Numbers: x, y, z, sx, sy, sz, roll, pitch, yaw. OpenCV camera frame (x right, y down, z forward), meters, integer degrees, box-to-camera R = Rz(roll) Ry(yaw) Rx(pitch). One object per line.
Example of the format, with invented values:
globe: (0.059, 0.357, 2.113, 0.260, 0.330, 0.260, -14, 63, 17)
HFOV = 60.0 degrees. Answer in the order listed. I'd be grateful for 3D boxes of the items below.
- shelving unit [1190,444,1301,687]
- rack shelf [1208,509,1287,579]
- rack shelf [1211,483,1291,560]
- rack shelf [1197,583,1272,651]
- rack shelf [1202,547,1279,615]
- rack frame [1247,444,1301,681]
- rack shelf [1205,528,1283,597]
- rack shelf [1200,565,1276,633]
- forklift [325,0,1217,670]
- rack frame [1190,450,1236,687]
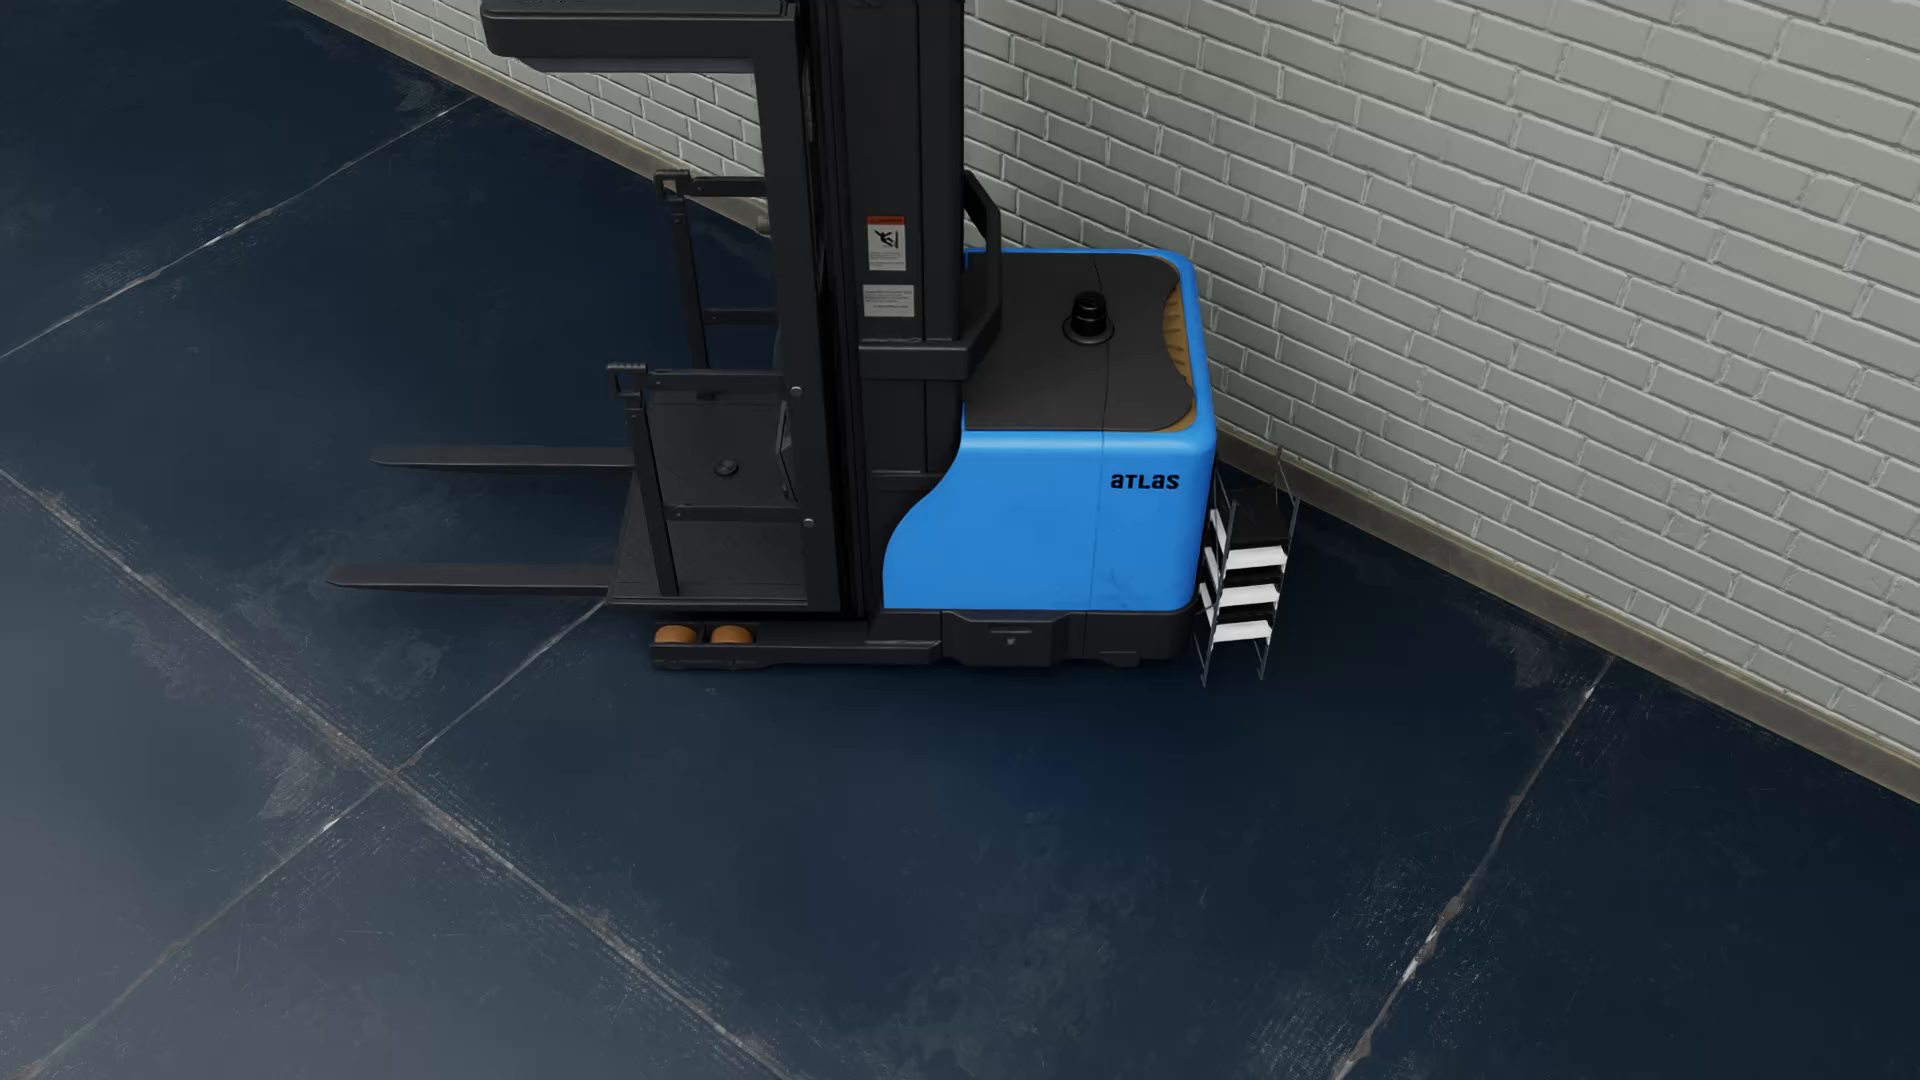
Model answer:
shelving unit: (0.932, 0.102, 5.530, 0.210, 0.900, 0.258, -5, 47, -5)
rack shelf: (0.932, 0.000, 5.424, 0.200, 0.077, 0.258, -5, 47, -5)
rack shelf: (0.932, -0.062, 5.359, 0.200, 0.077, 0.258, -5, 47, -5)
rack shelf: (0.932, 0.249, 5.685, 0.200, 0.077, 0.258, -5, 47, -5)
rack shelf: (0.932, 0.125, 5.555, 0.200, 0.077, 0.258, -5, 47, -5)
rack frame: (1.033, 0.092, 5.540, 0.006, 0.900, 0.240, -5, 47, -5)
rack shelf: (0.932, 0.063, 5.489, 0.200, 0.077, 0.258, -5, 47, -5)
rack shelf: (0.932, 0.187, 5.620, 0.200, 0.077, 0.258, -5, 47, -5)
forklift: (-0.702, -0.941, 5.122, 3.031, 2.935, 1.130, 1, 46, 1)
rack frame: (0.832, 0.111, 5.521, 0.006, 0.900, 0.240, -5, 47, -5)
